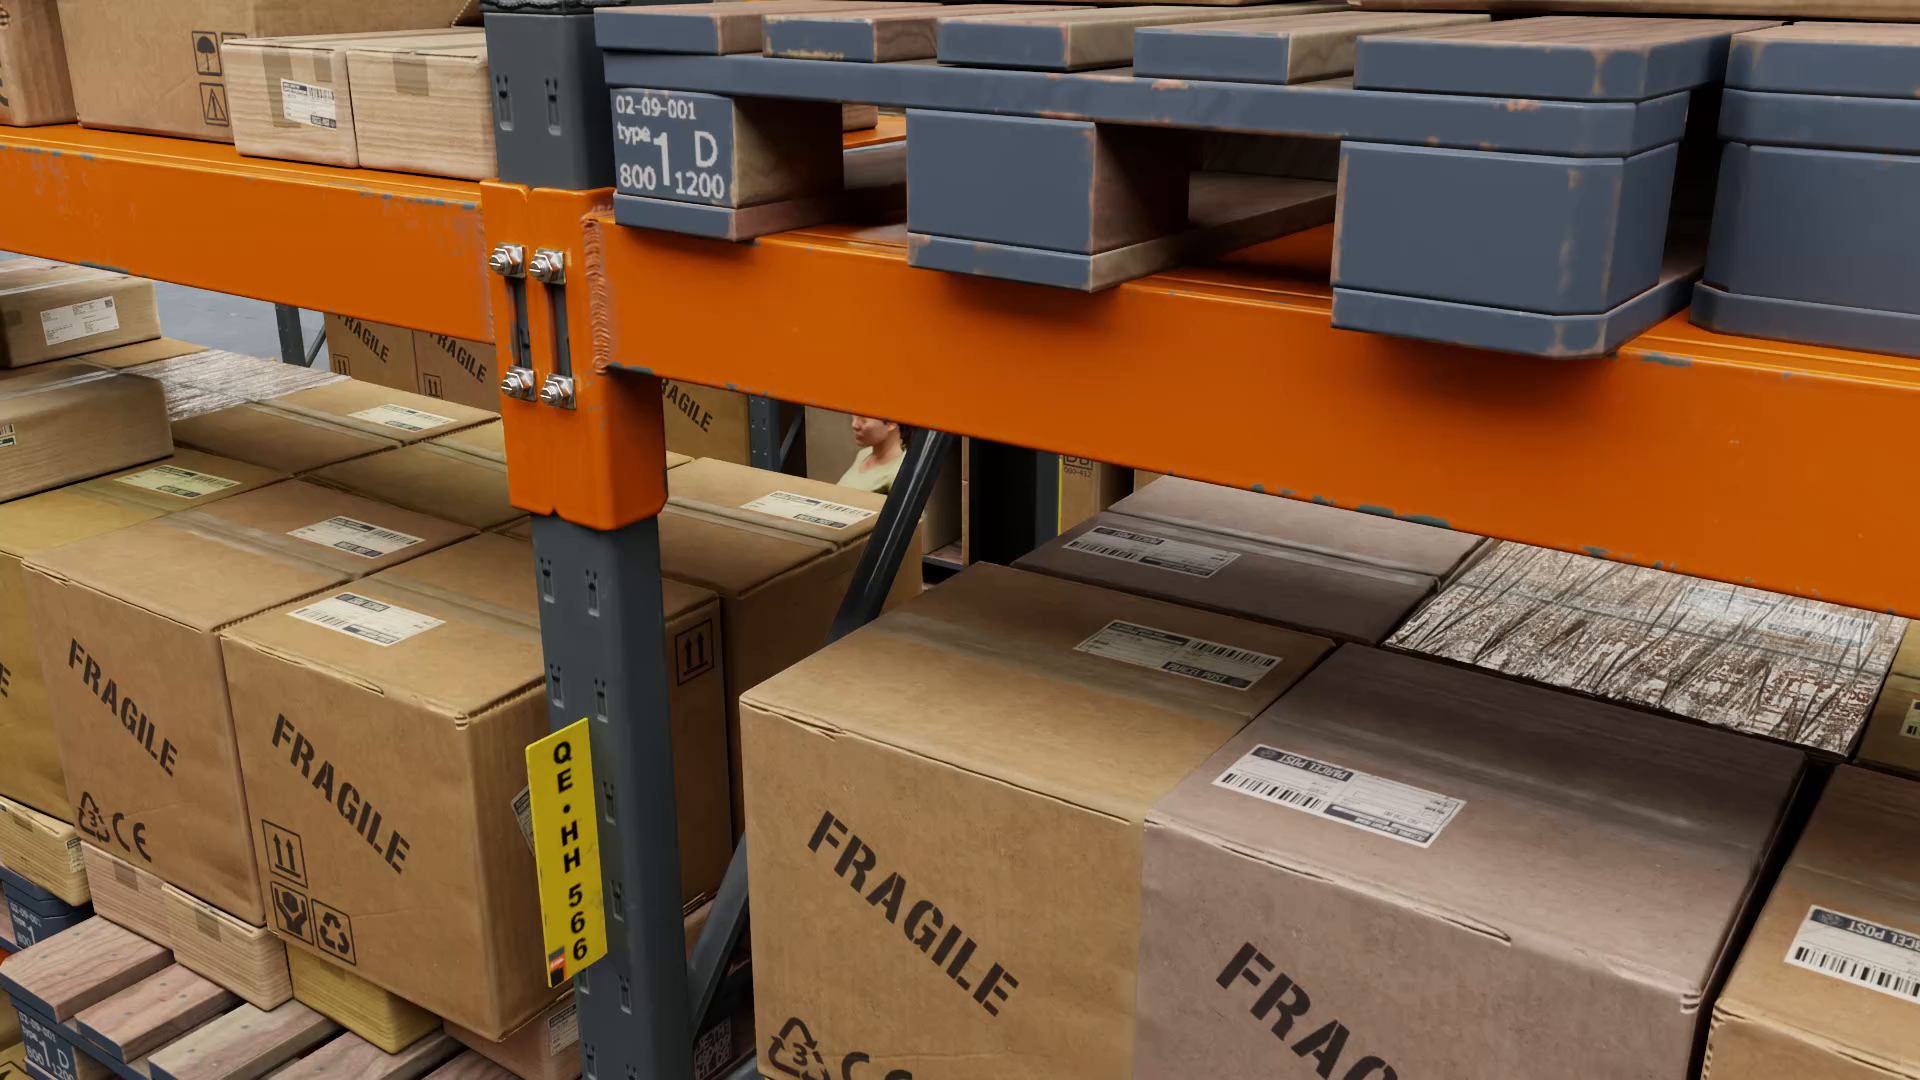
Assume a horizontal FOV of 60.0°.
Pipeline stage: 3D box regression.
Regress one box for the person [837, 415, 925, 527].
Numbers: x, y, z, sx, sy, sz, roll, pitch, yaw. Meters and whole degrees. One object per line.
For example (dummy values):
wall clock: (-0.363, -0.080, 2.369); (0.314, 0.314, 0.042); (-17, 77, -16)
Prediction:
person: (-0.280, 0.221, 5.978); (0.370, 1.667, 0.440); (-9, 22, -24)
